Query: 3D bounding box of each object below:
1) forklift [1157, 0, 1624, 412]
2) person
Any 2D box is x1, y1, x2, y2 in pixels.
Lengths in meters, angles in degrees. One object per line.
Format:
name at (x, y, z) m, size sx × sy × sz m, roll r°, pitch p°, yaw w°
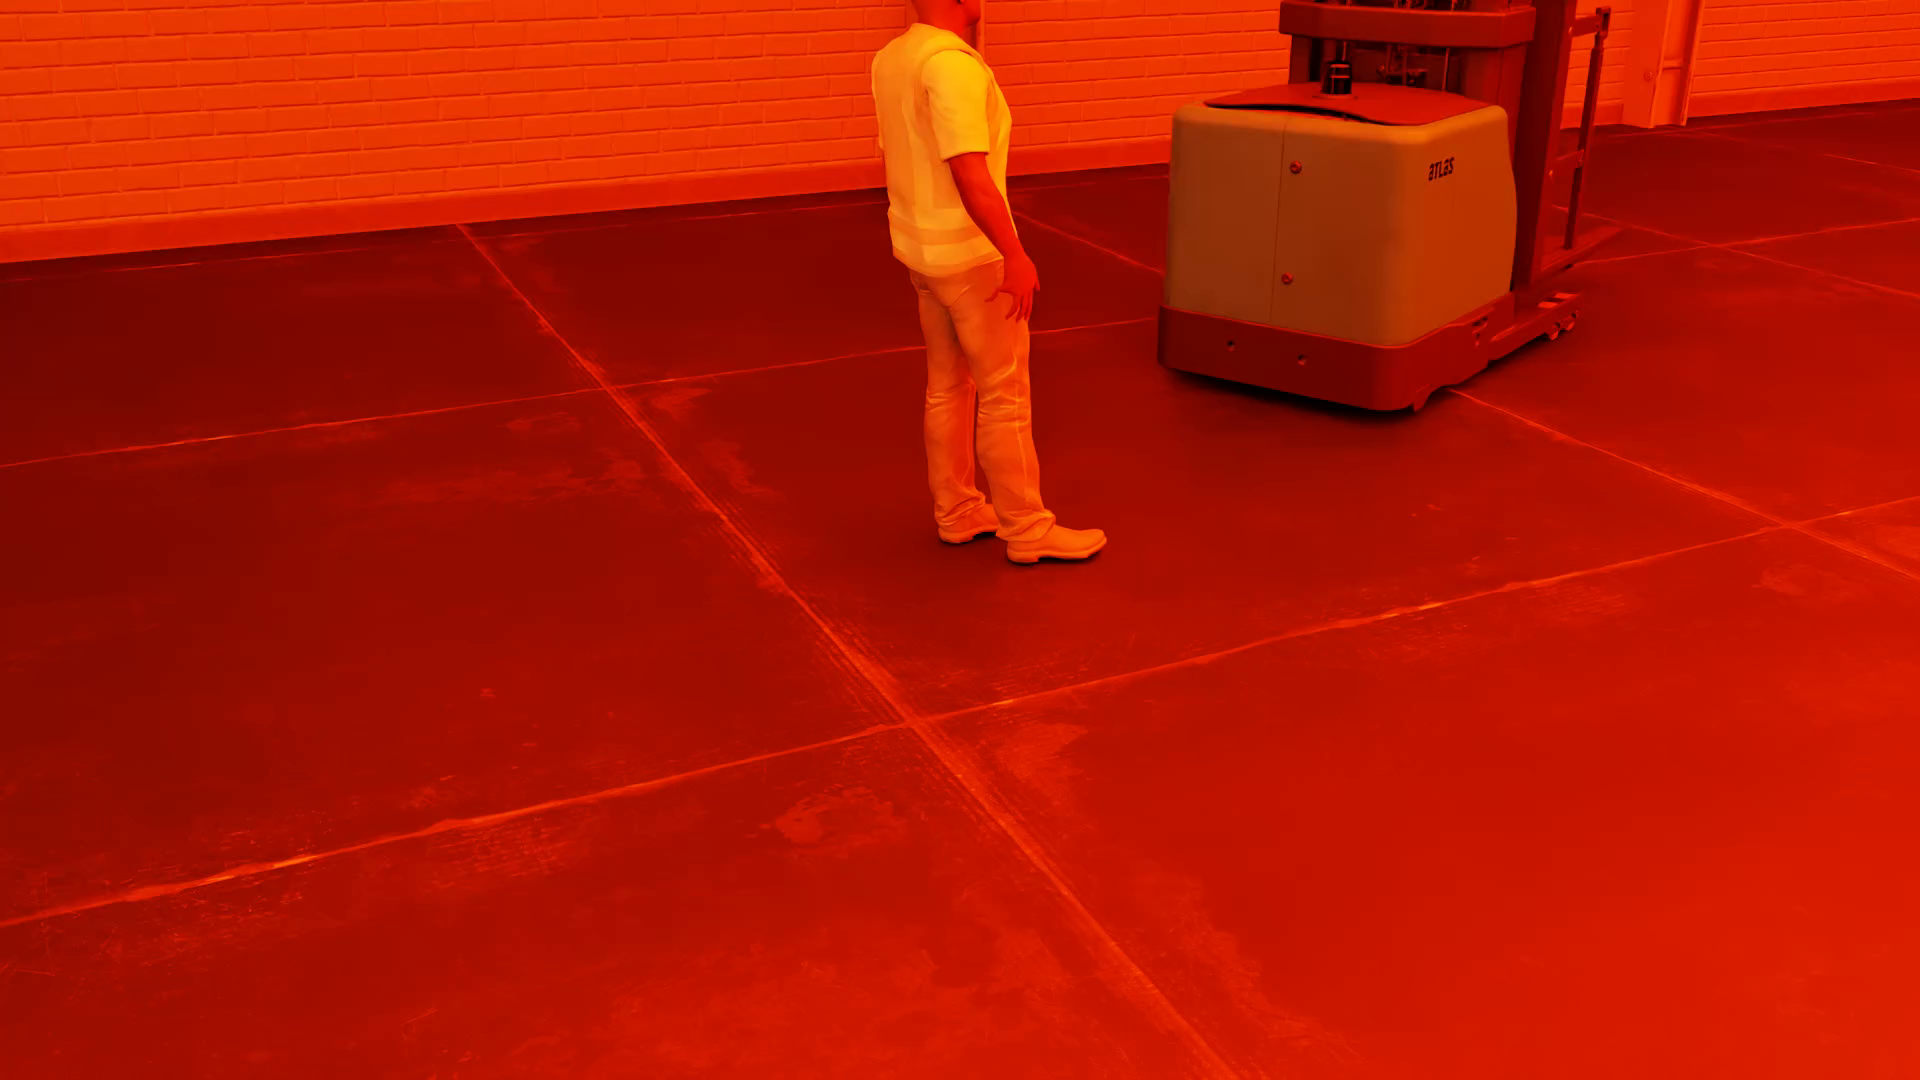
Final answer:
forklift at (2.091, -2.321, 6.873) m, size 1.130 × 2.935 × 3.031 m, roll 17°, pitch 28°, yaw 35°
person at (0.066, -0.832, 4.788) m, size 0.575 × 1.768 × 0.665 m, roll -10°, pitch 25°, yaw -23°
